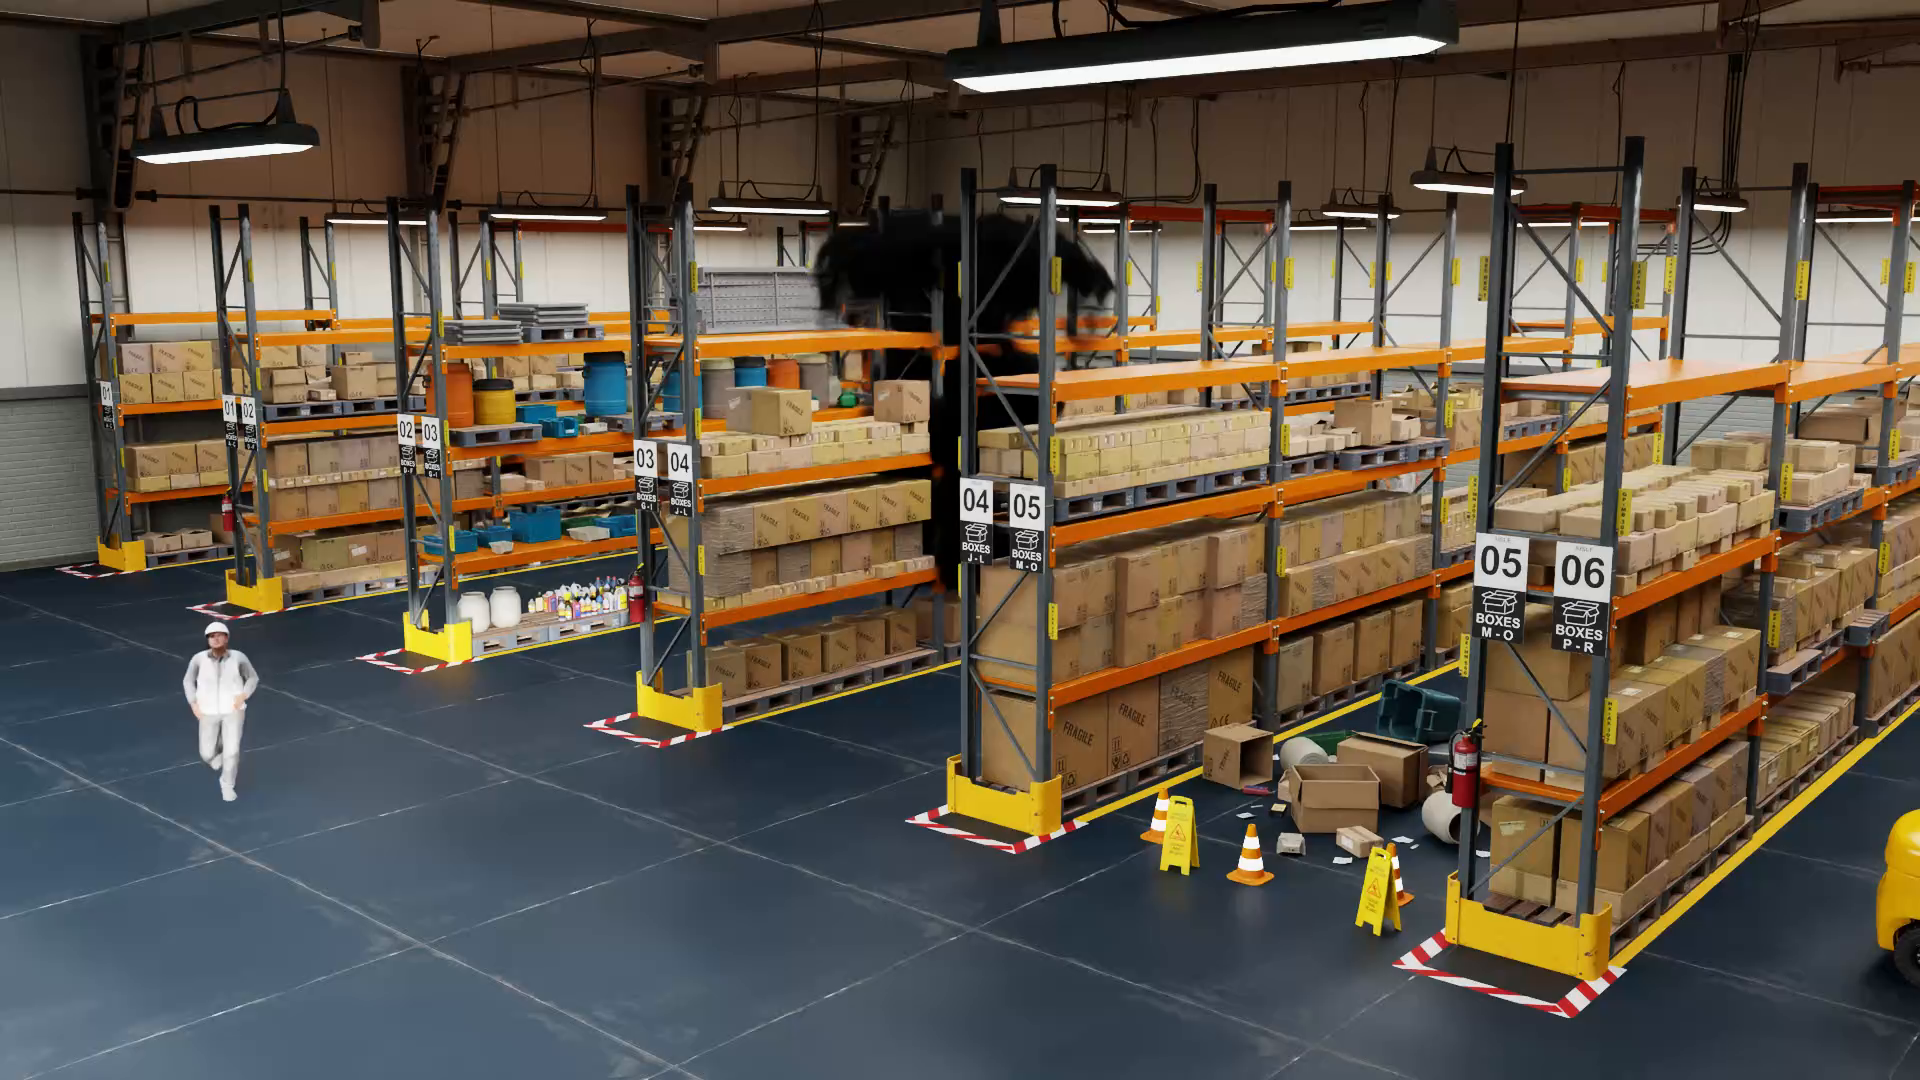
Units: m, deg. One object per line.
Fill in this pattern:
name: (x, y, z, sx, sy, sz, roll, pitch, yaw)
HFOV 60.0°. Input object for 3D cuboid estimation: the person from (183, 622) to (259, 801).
person: (-7.219, 1.645, 16.284, 0.678, 1.728, 0.643, -3, 10, -16)

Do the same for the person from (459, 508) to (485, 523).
person: (-8.662, -0.585, 29.779, 0.599, 1.693, 0.817, 8, 13, 41)

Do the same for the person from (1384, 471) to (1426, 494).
person: (8.287, -0.806, 30.828, 0.718, 1.752, 0.638, -6, 11, -32)
